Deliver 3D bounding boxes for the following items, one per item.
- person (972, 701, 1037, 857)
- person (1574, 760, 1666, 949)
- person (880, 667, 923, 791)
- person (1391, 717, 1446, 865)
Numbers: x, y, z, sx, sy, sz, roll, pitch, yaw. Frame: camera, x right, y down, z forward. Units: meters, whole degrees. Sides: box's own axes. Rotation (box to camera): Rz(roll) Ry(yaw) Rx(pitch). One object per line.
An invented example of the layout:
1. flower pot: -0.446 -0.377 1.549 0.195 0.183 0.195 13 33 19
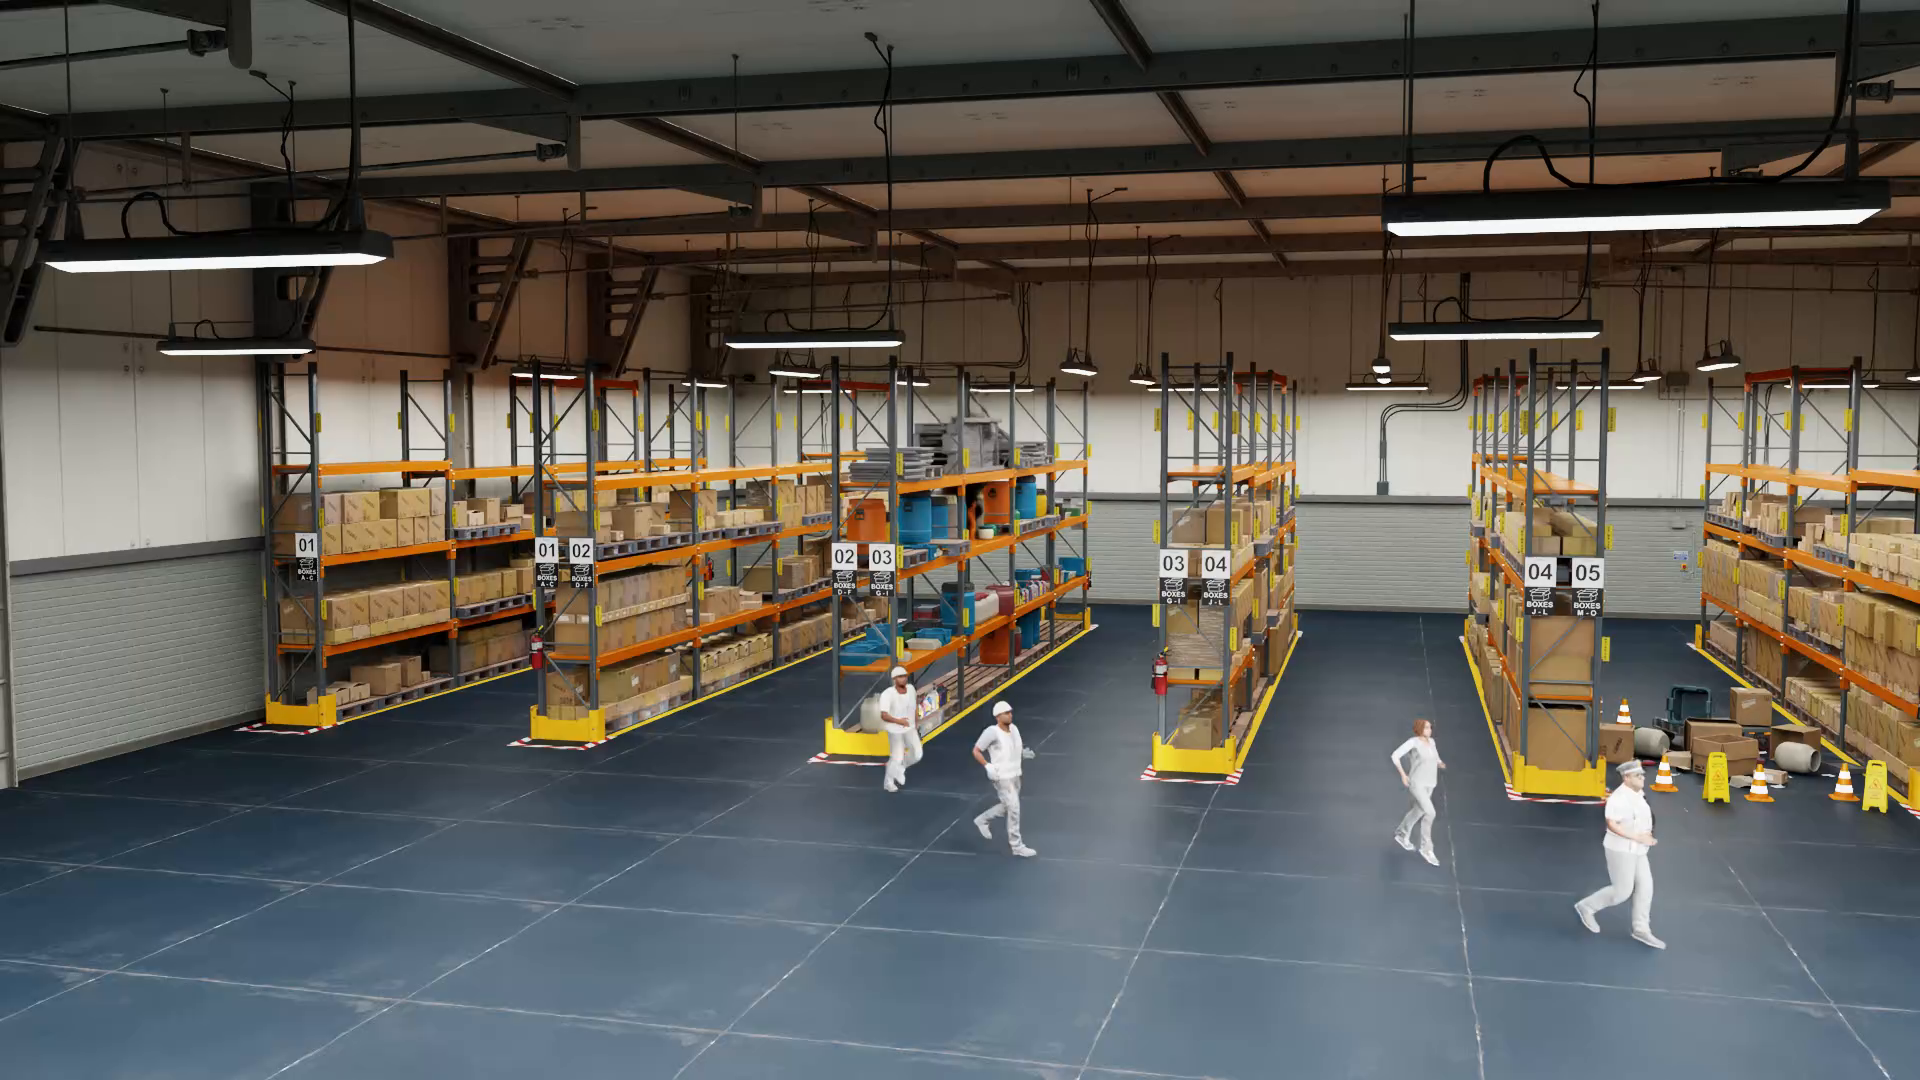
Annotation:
1. person: 0.510 2.753 19.328 0.946 1.763 0.696 3 5 36
2. person: 6.419 2.992 16.085 0.839 1.794 0.687 4 6 44
3. person: -0.764 2.555 22.438 0.724 1.712 0.718 -3 5 -35
4. person: 5.281 2.851 19.103 0.511 1.643 0.722 -3 5 -38
